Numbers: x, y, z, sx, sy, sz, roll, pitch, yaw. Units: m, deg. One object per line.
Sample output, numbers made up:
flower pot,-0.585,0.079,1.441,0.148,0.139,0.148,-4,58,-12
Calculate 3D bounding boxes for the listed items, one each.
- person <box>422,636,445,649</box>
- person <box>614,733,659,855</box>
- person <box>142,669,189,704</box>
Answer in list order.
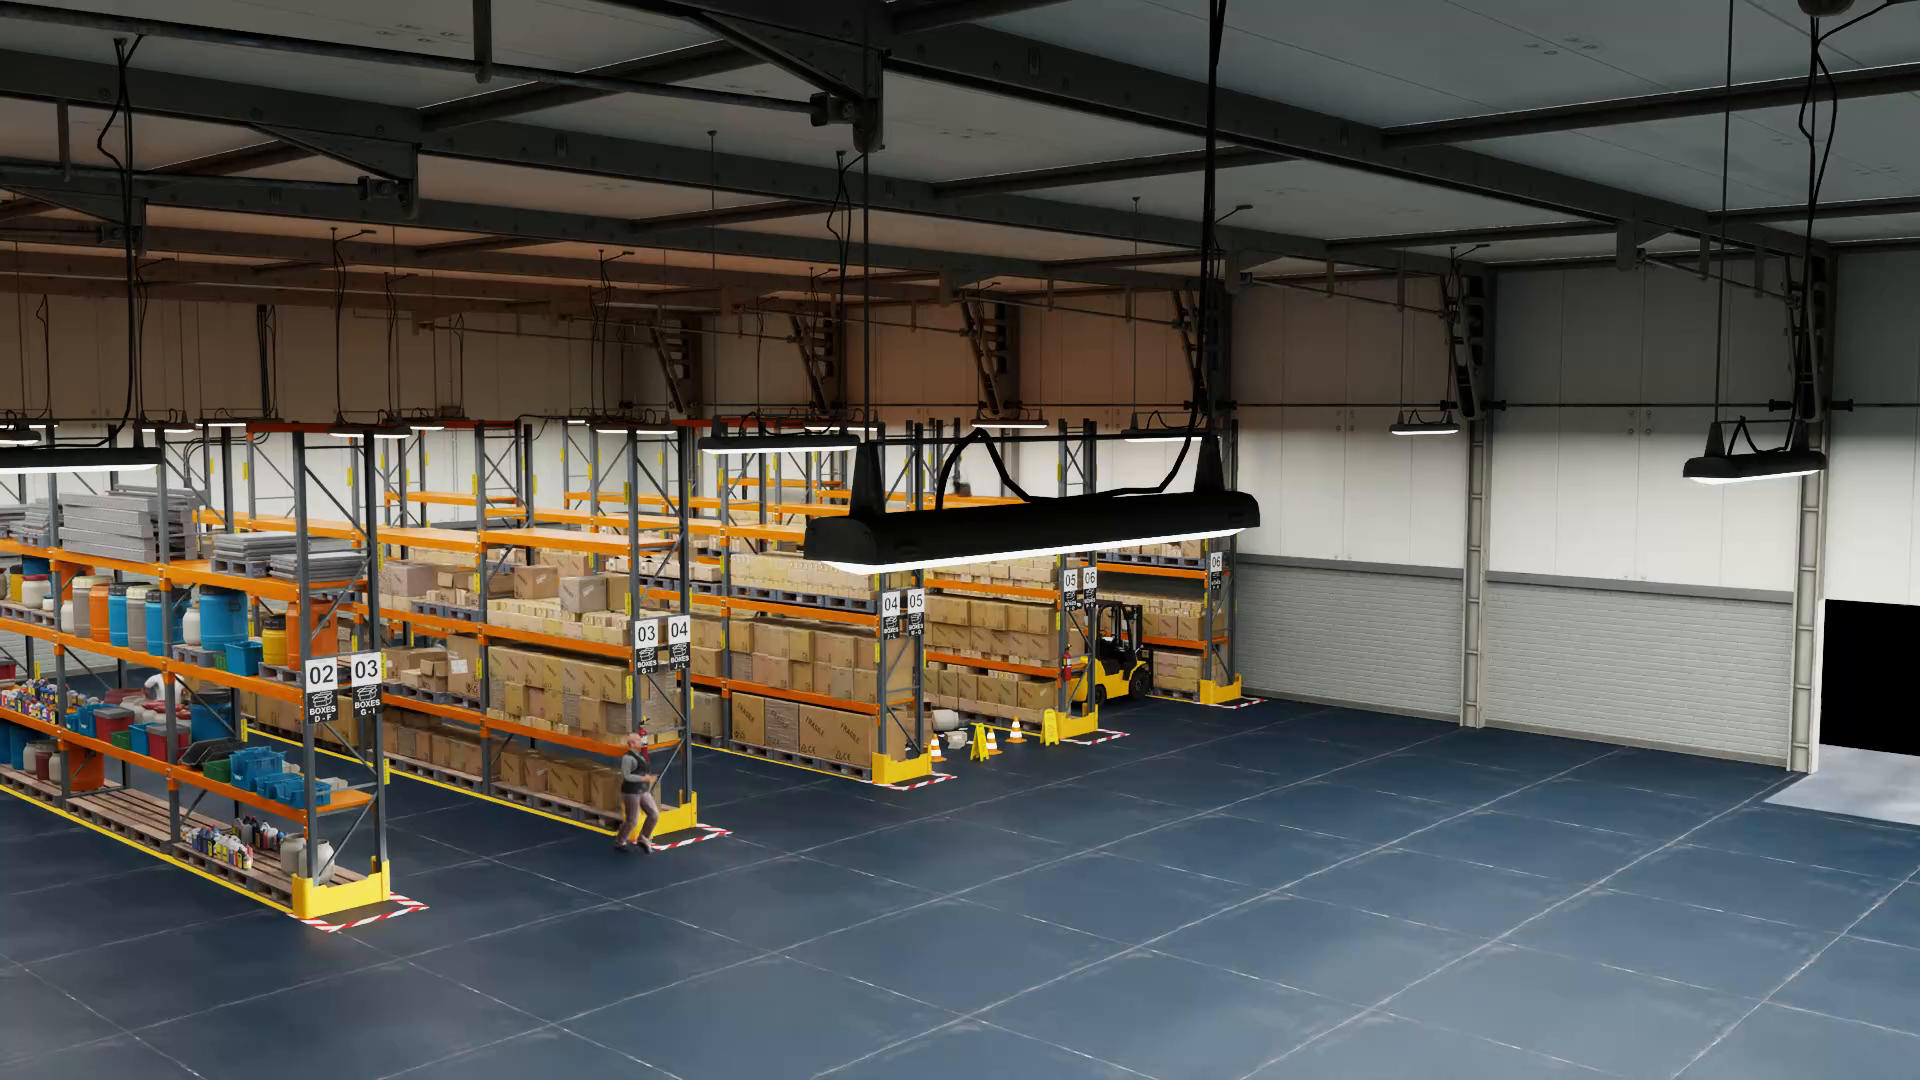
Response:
person,-12.785,2.230,40.151,0.894,1.611,0.623,1,5,11
person,-4.541,3.586,23.314,0.670,1.773,0.656,1,5,15
person,-14.118,3.021,29.672,0.853,1.822,0.681,4,6,38
